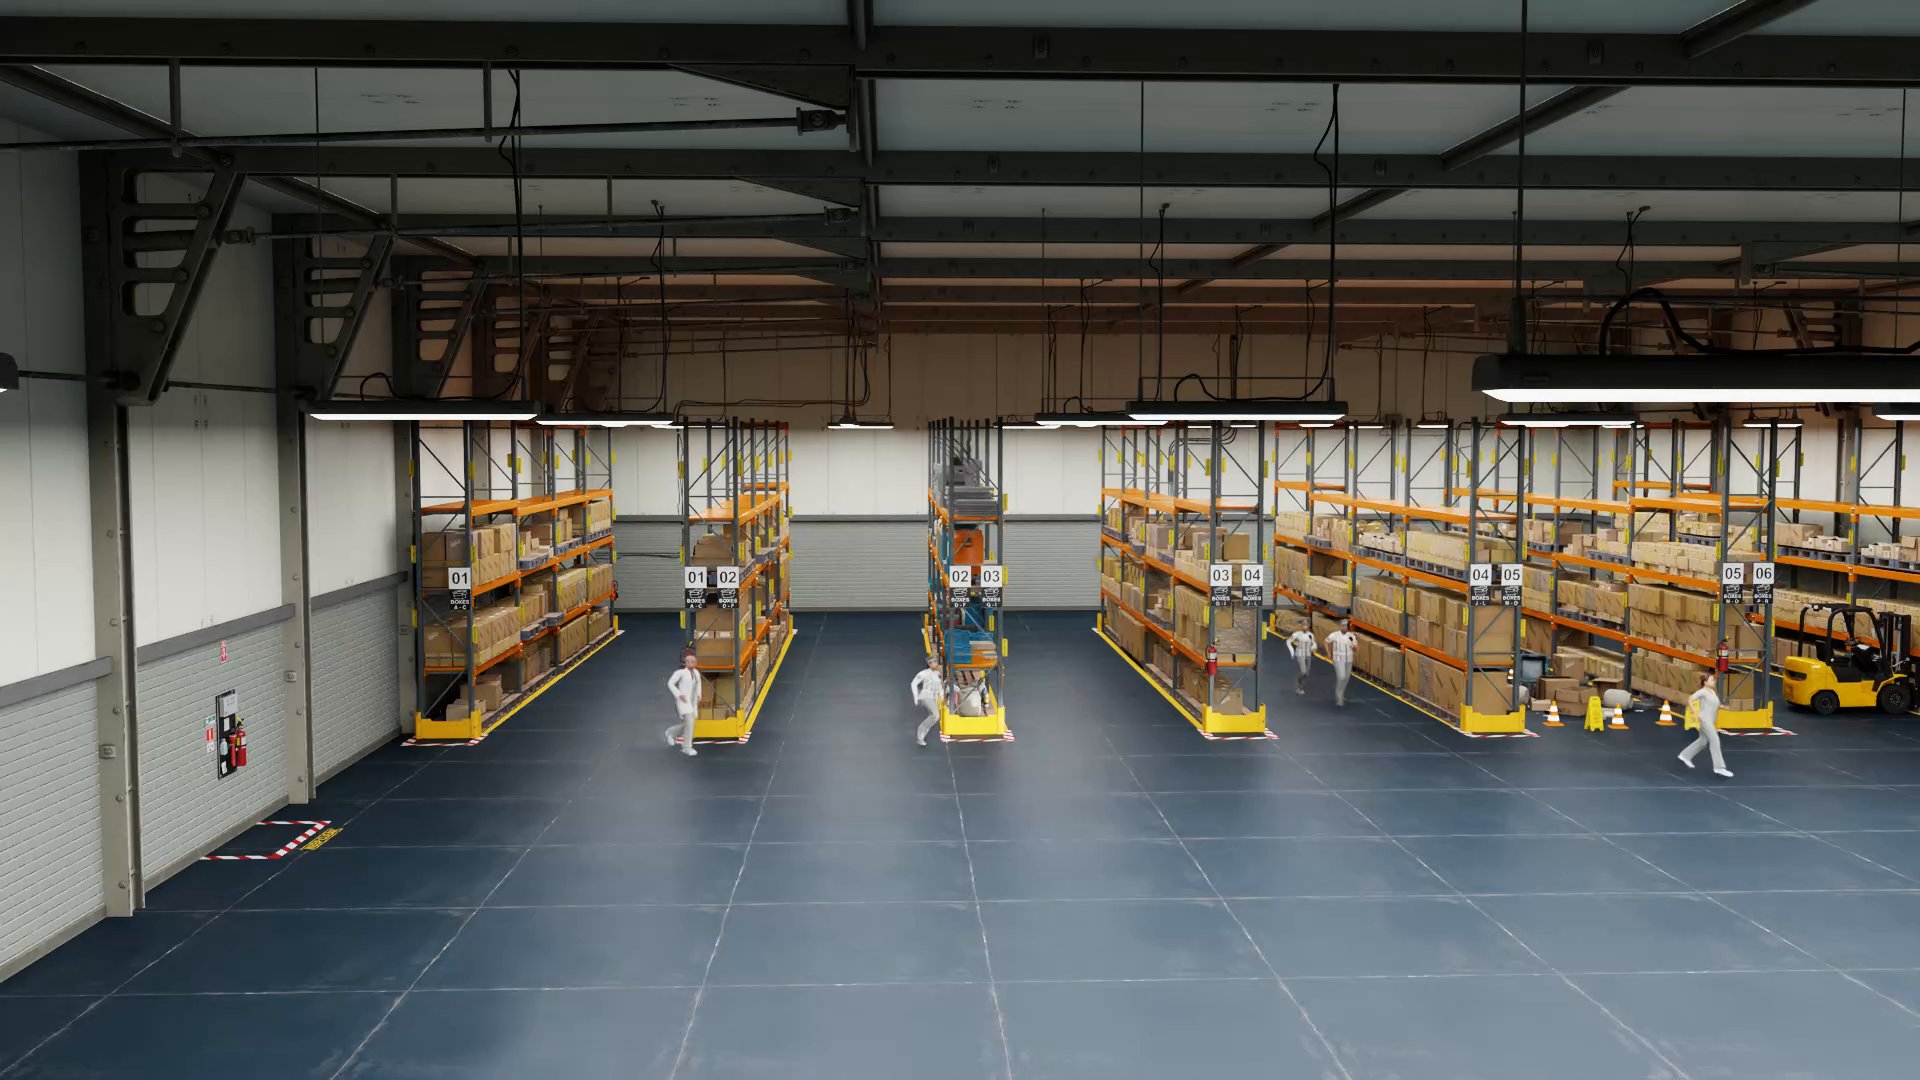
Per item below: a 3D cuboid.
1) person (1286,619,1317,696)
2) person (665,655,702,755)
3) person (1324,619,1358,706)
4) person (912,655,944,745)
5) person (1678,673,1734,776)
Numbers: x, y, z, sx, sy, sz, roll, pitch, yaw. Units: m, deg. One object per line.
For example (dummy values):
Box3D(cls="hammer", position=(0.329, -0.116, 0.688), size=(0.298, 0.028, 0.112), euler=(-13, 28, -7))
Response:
Box3D(cls="person", position=(7.434, 2.532, 35.919), size=(0.591, 1.670, 0.640), euler=(-1, 4, -14))
Box3D(cls="person", position=(-4.920, 2.936, 29.858), size=(0.903, 1.732, 0.764), euler=(2, 4, 34))
Box3D(cls="person", position=(8.038, 2.572, 34.890), size=(0.633, 1.853, 0.751), euler=(-1, 4, -13))
Box3D(cls="person", position=(-0.502, 2.920, 30.417), size=(0.548, 1.623, 0.626), euler=(4, 5, 45))
Box3D(cls="person", position=(12.454, 3.047, 27.735), size=(0.567, 1.664, 0.946), euler=(-4, 5, -44))
